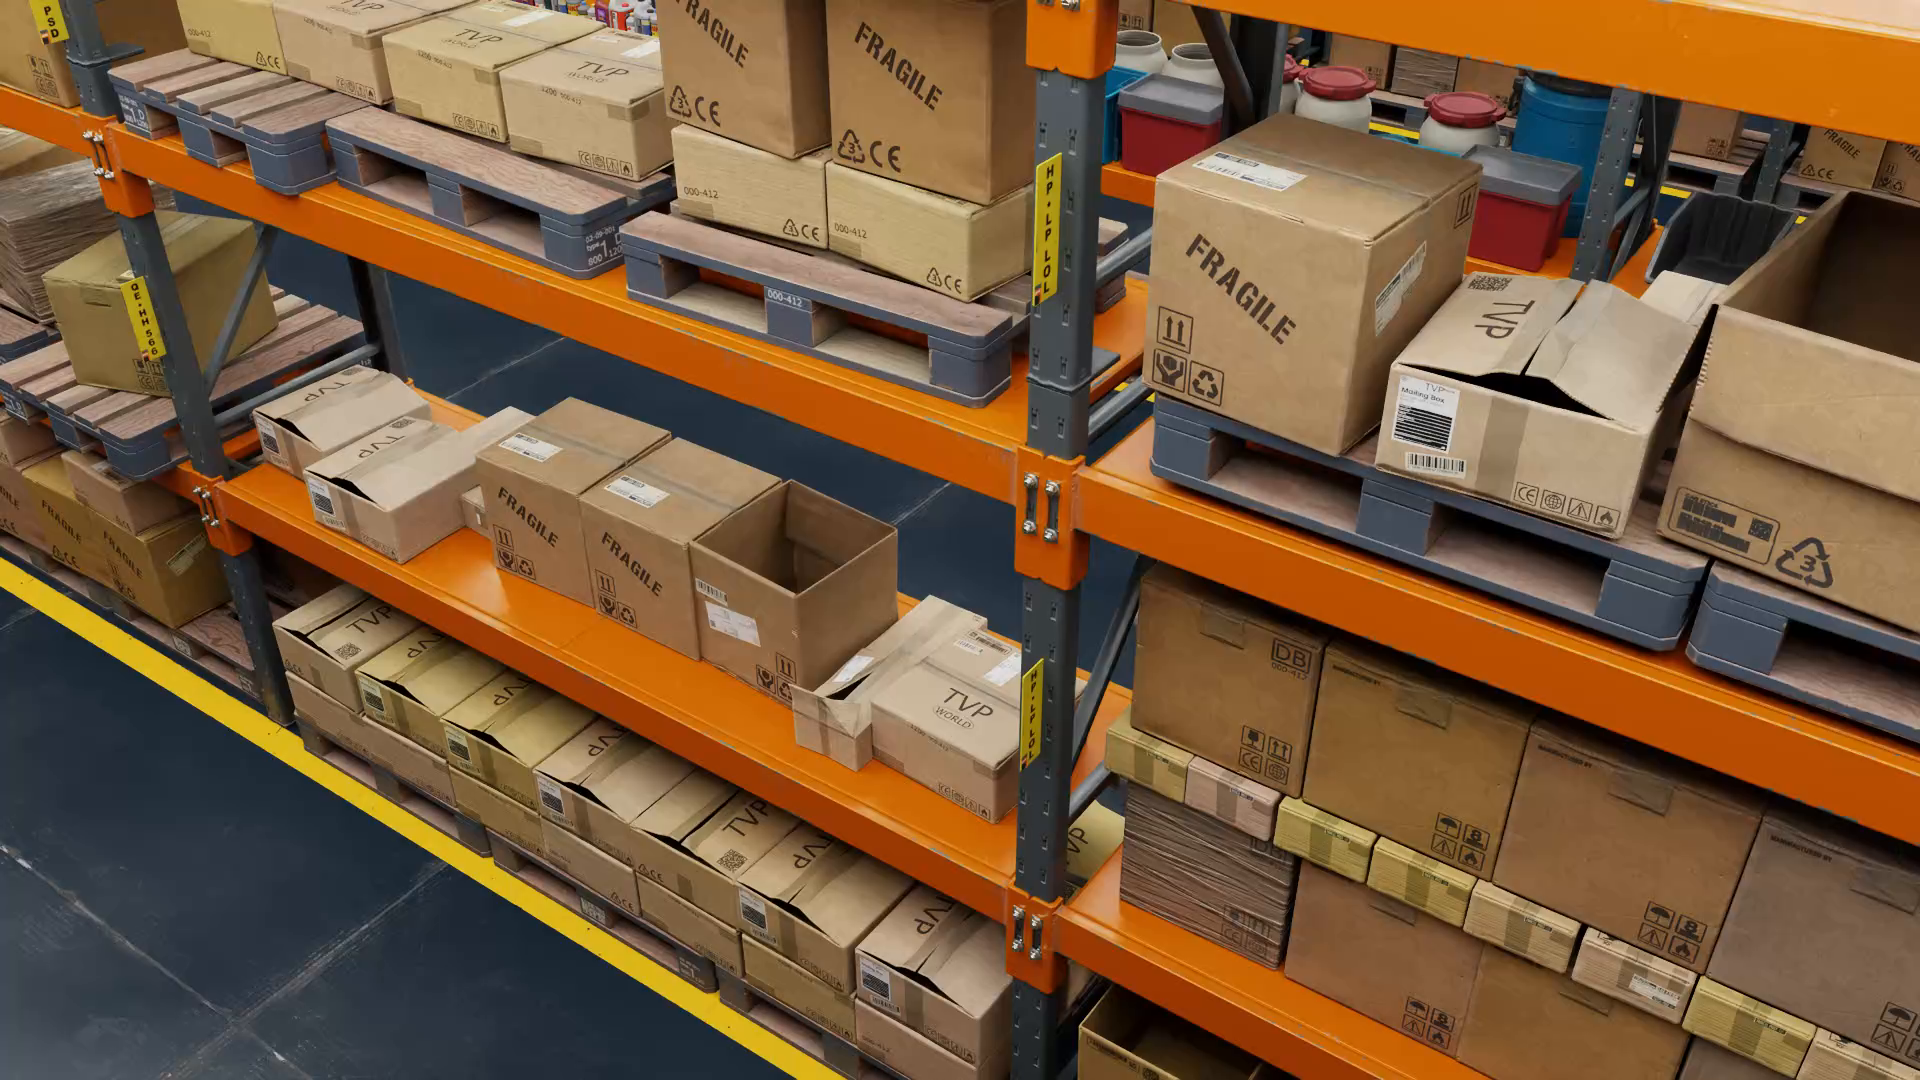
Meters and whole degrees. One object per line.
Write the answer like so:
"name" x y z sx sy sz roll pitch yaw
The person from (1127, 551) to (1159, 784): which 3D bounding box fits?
"person" 0.963 0.315 6.661 0.567 1.769 0.528 21 40 28
